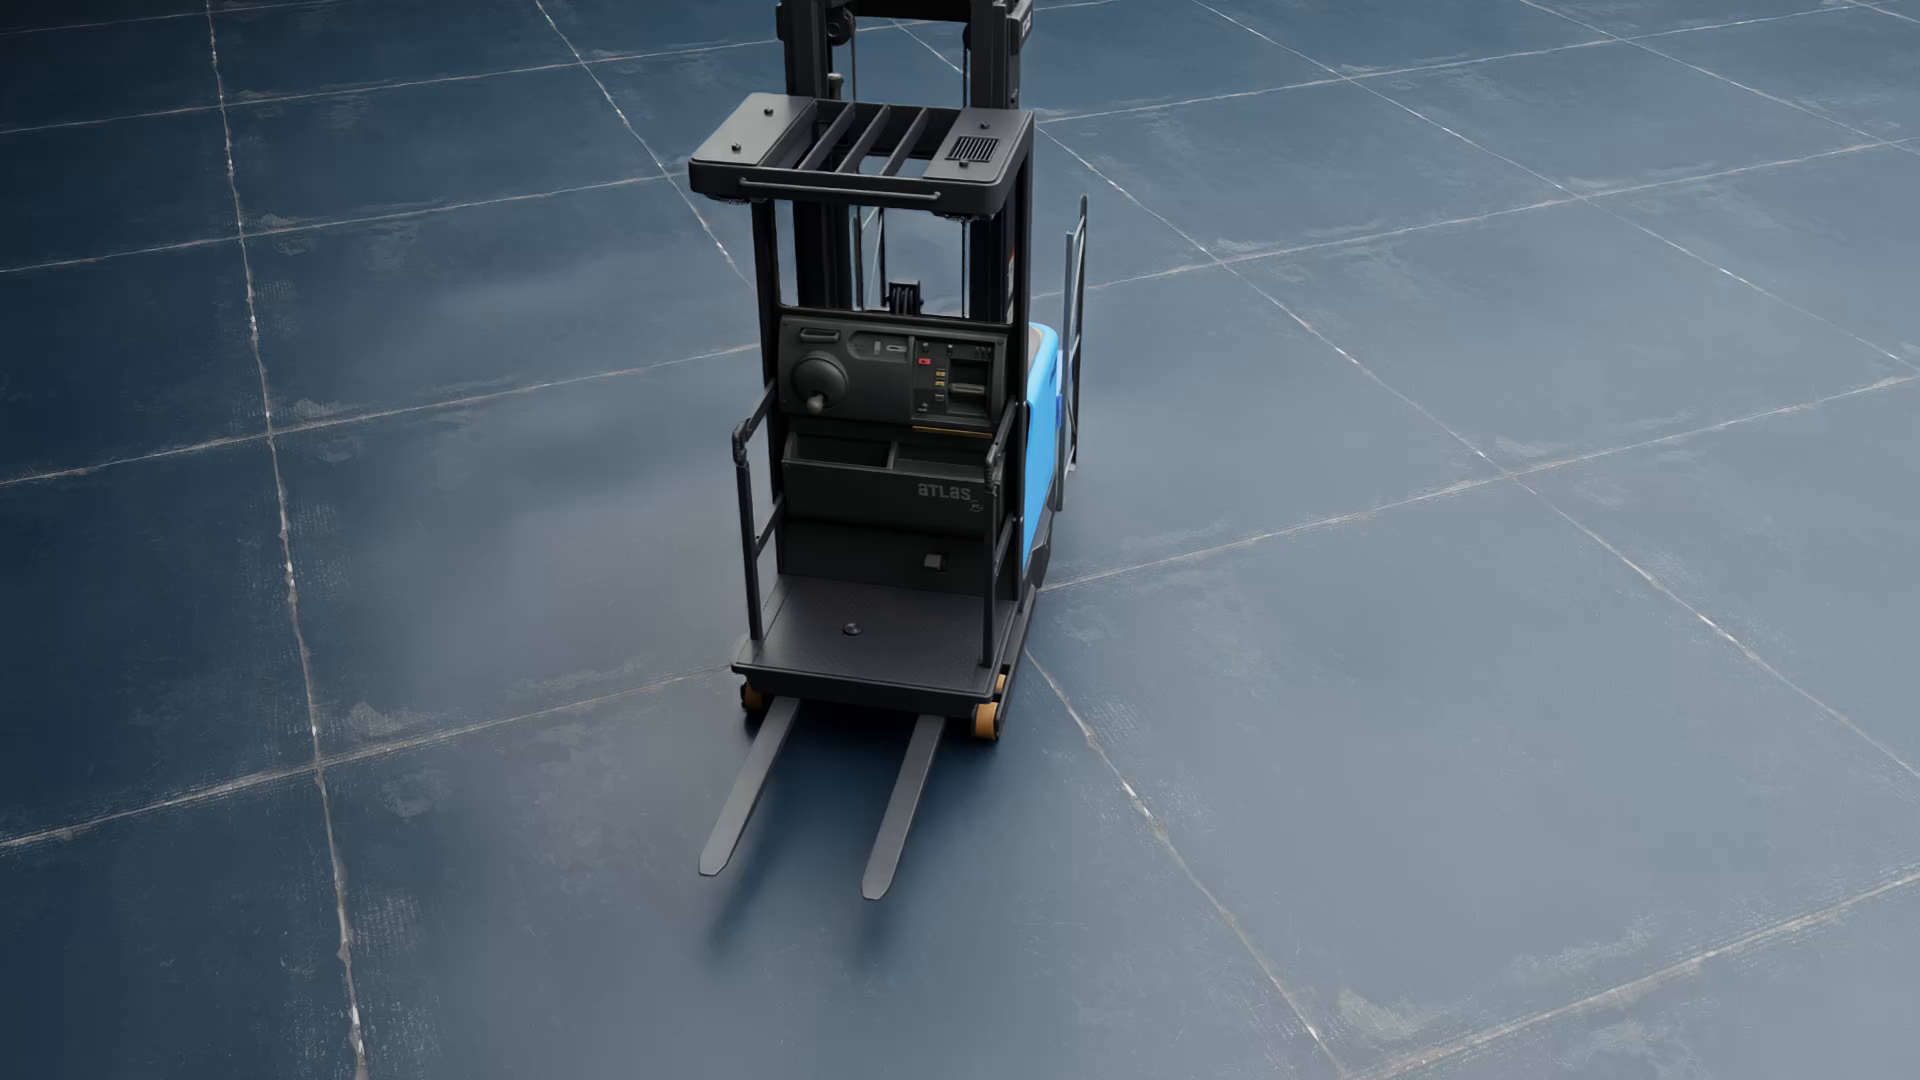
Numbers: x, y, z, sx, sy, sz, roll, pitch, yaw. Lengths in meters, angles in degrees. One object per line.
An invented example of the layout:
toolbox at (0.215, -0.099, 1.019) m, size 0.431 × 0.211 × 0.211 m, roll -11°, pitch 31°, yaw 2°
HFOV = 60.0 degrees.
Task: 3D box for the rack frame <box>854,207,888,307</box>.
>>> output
rack frame at (-0.436, -1.029, 8.456) m, size 0.032 × 1.500 × 0.500 m, roll 7°, pitch 34°, yaw 10°

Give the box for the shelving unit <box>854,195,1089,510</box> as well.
shelving unit at (0.061, -0.972, 8.369) m, size 1.048 × 1.500 × 0.538 m, roll 7°, pitch 34°, yaw 10°

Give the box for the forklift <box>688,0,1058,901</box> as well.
forklift at (-0.317, -0.612, 6.503) m, size 1.130 × 2.935 × 3.031 m, roll 6°, pitch 34°, yaw 9°

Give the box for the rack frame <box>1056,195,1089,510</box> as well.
rack frame at (0.559, -0.915, 8.281) m, size 0.032 × 1.500 × 0.500 m, roll 7°, pitch 34°, yaw 10°

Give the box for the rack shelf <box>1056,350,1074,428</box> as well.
rack shelf at (0.061, -0.821, 8.467) m, size 1.000 × 0.185 × 0.538 m, roll 7°, pitch 34°, yaw 10°
